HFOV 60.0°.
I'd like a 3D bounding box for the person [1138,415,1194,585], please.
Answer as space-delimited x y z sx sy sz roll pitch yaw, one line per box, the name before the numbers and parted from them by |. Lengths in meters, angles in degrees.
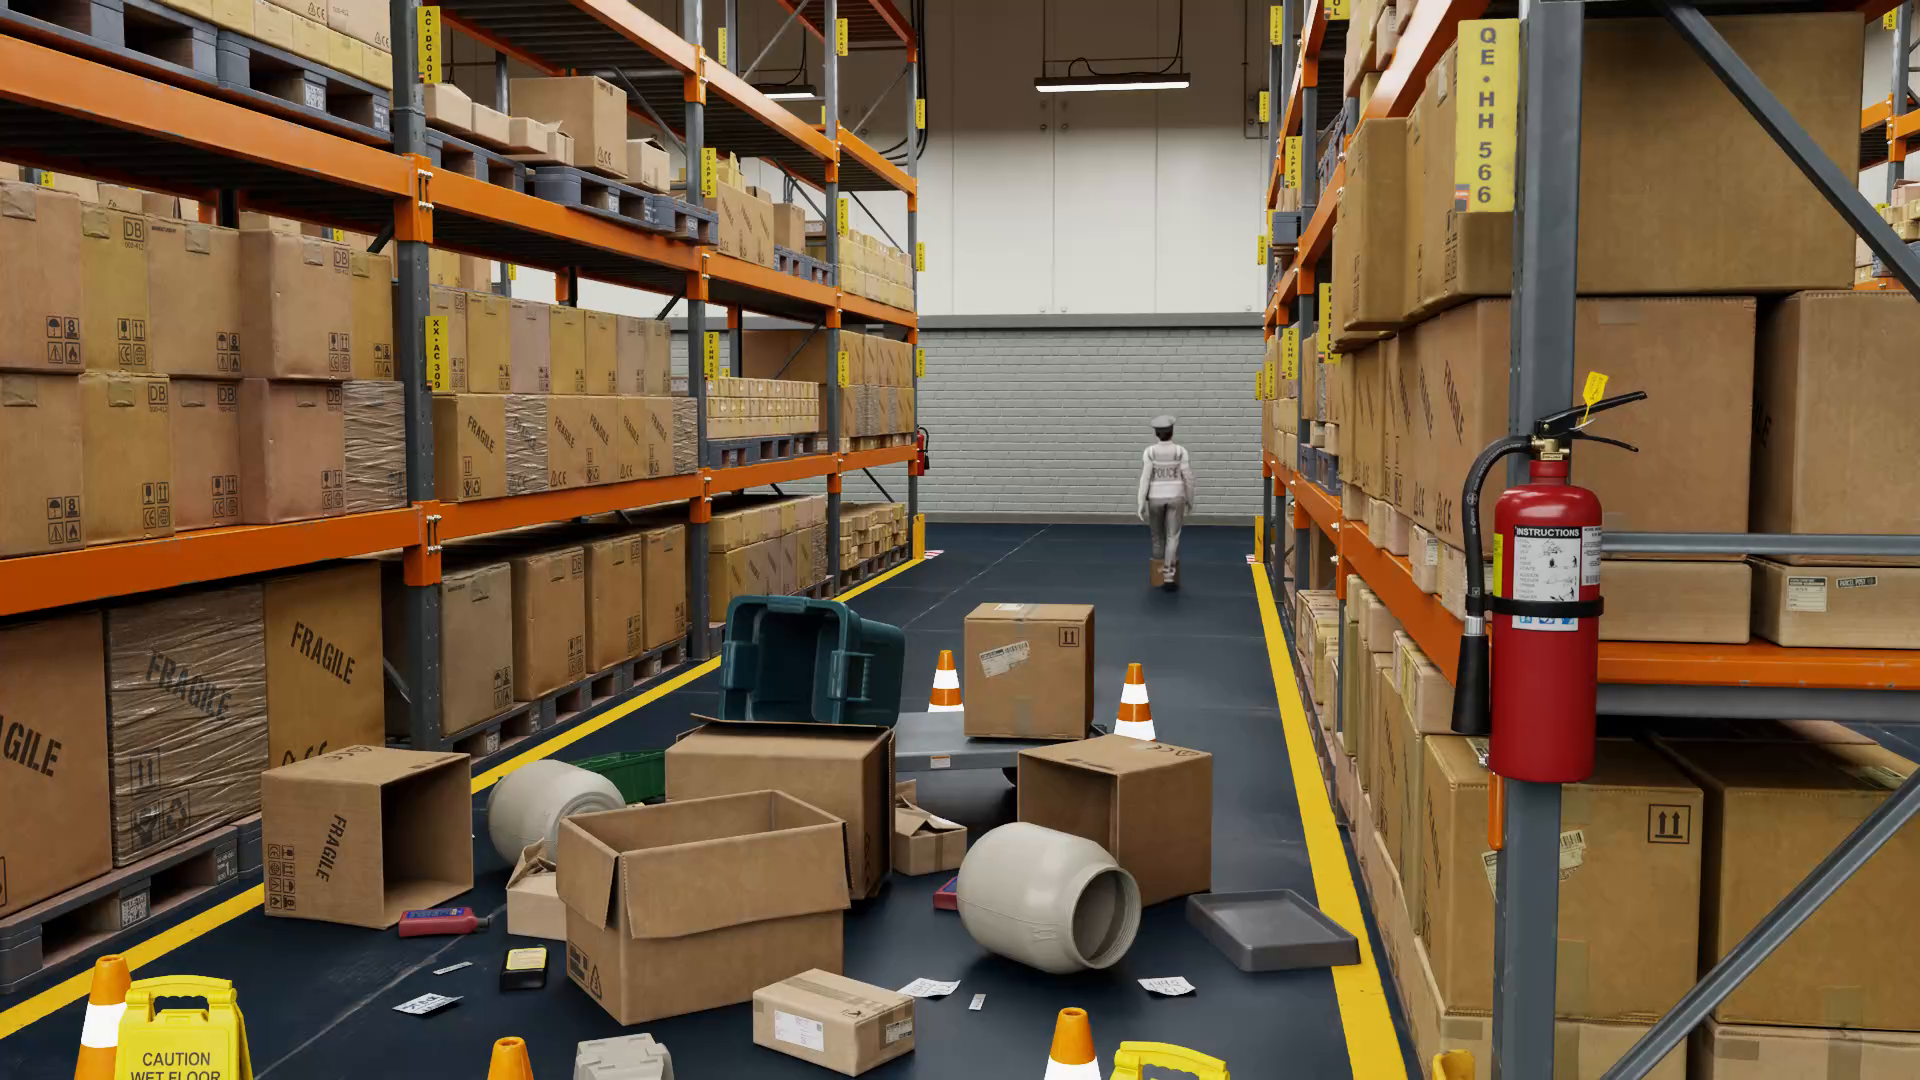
person | 2.003 -0.396 16.079 0.523 1.628 1.003 1 5 14
